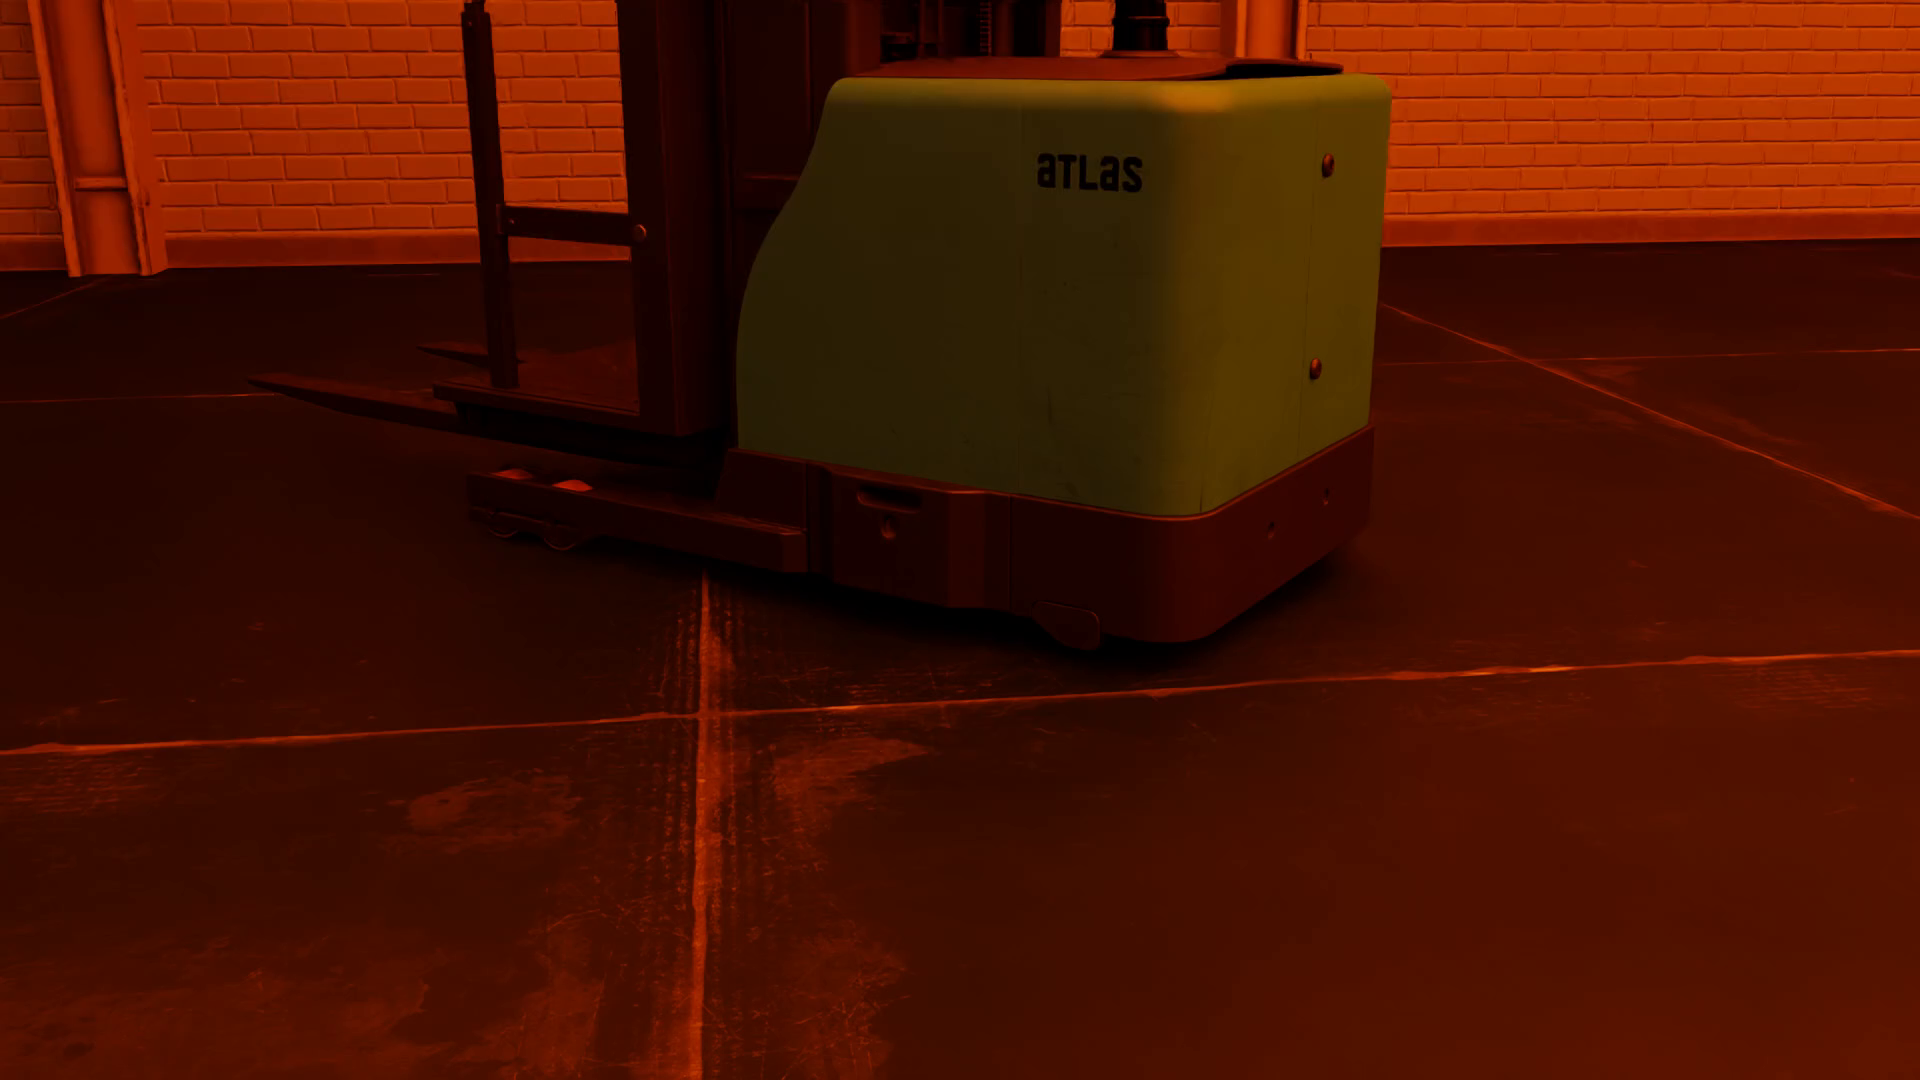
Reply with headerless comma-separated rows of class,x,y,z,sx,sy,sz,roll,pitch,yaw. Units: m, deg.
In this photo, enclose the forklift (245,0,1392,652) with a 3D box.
forklift,-0.577,-1.494,3.844,3.031,2.935,1.130,10,20,31
